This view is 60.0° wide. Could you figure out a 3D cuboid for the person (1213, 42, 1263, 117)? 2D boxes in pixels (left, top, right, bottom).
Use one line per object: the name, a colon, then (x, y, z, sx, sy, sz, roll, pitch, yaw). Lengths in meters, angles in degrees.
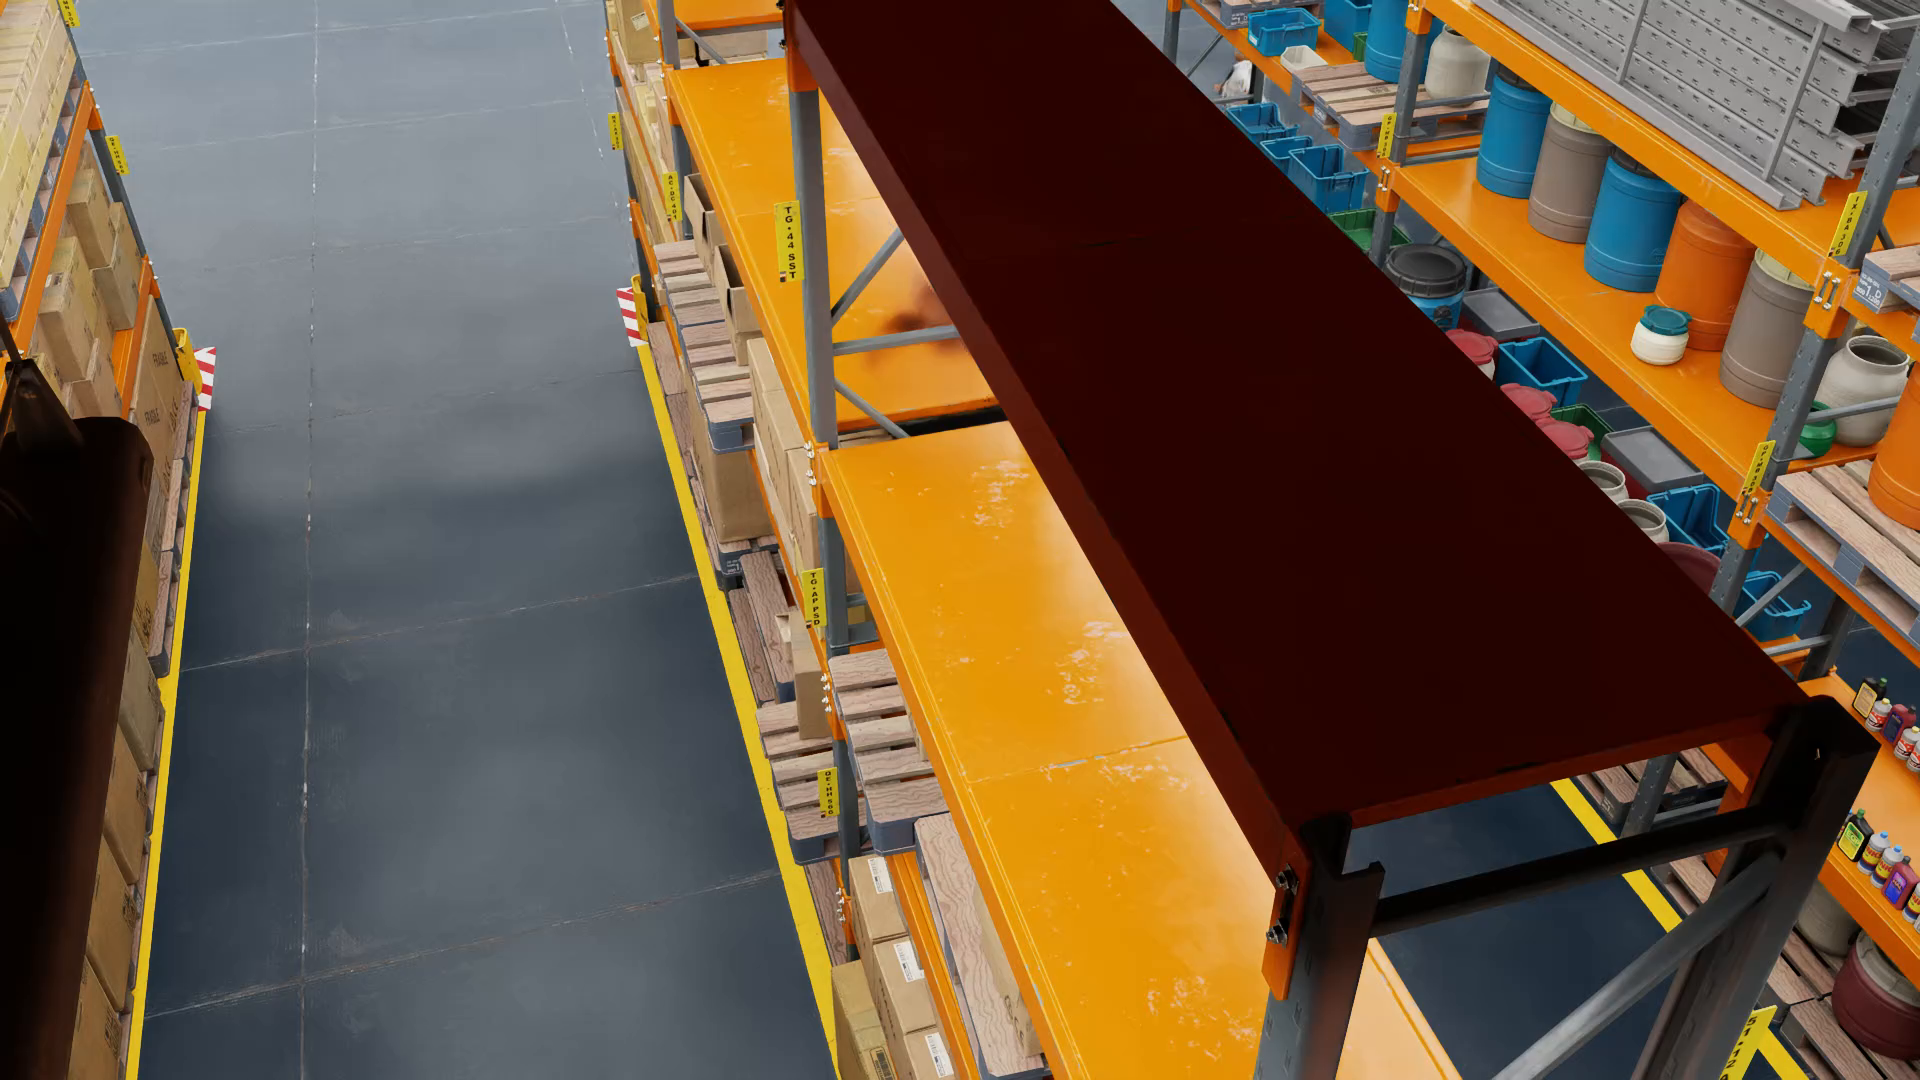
person: (2.840, -4.270, 16.920, 0.714, 1.725, 0.621, 25, 45, 28)
